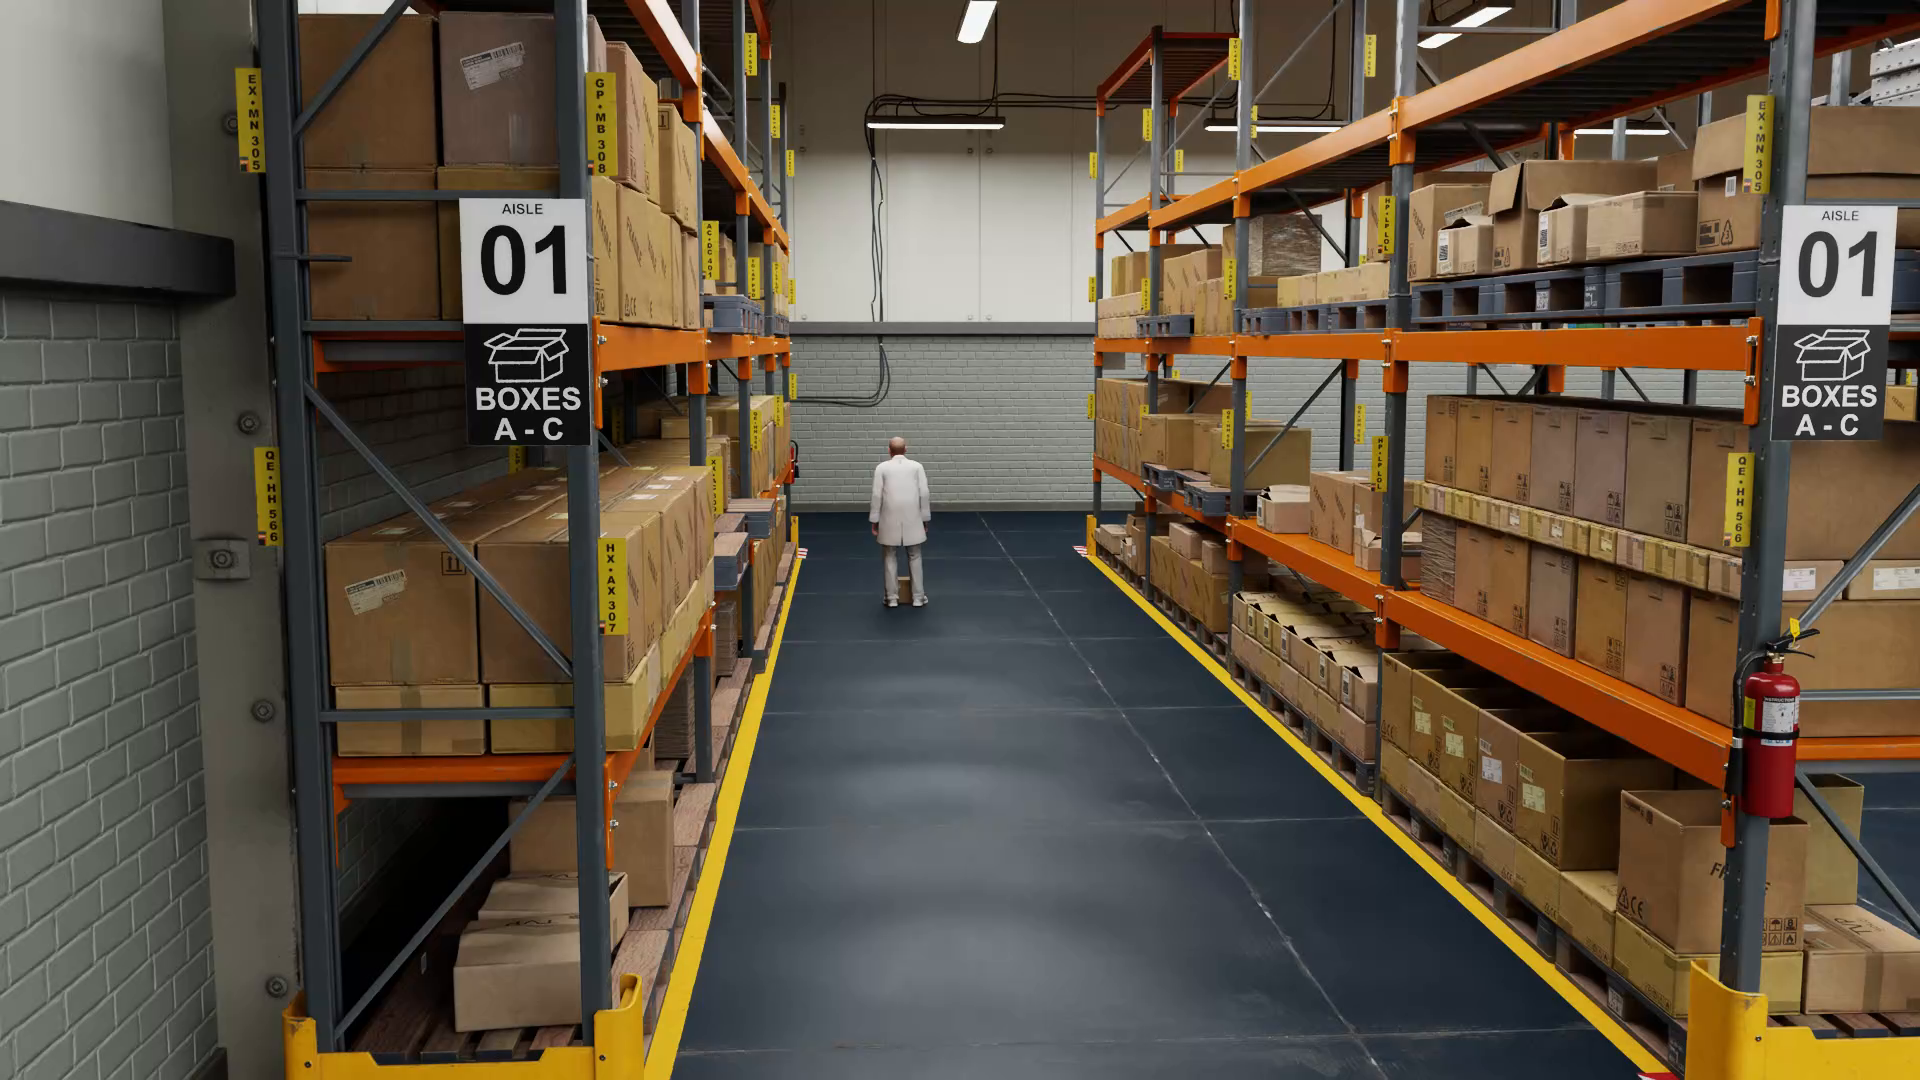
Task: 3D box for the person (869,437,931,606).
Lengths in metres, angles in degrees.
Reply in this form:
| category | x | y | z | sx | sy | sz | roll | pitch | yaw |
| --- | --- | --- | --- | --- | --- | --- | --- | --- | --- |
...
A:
| category | x | y | z | sx | sy | sz | roll | pitch | yaw |
| --- | --- | --- | --- | --- | --- | --- | --- | --- | --- |
| person | -0.632 | -0.194 | 17.451 | 0.653 | 1.774 | 0.424 | -1 | 7 | -7 |
